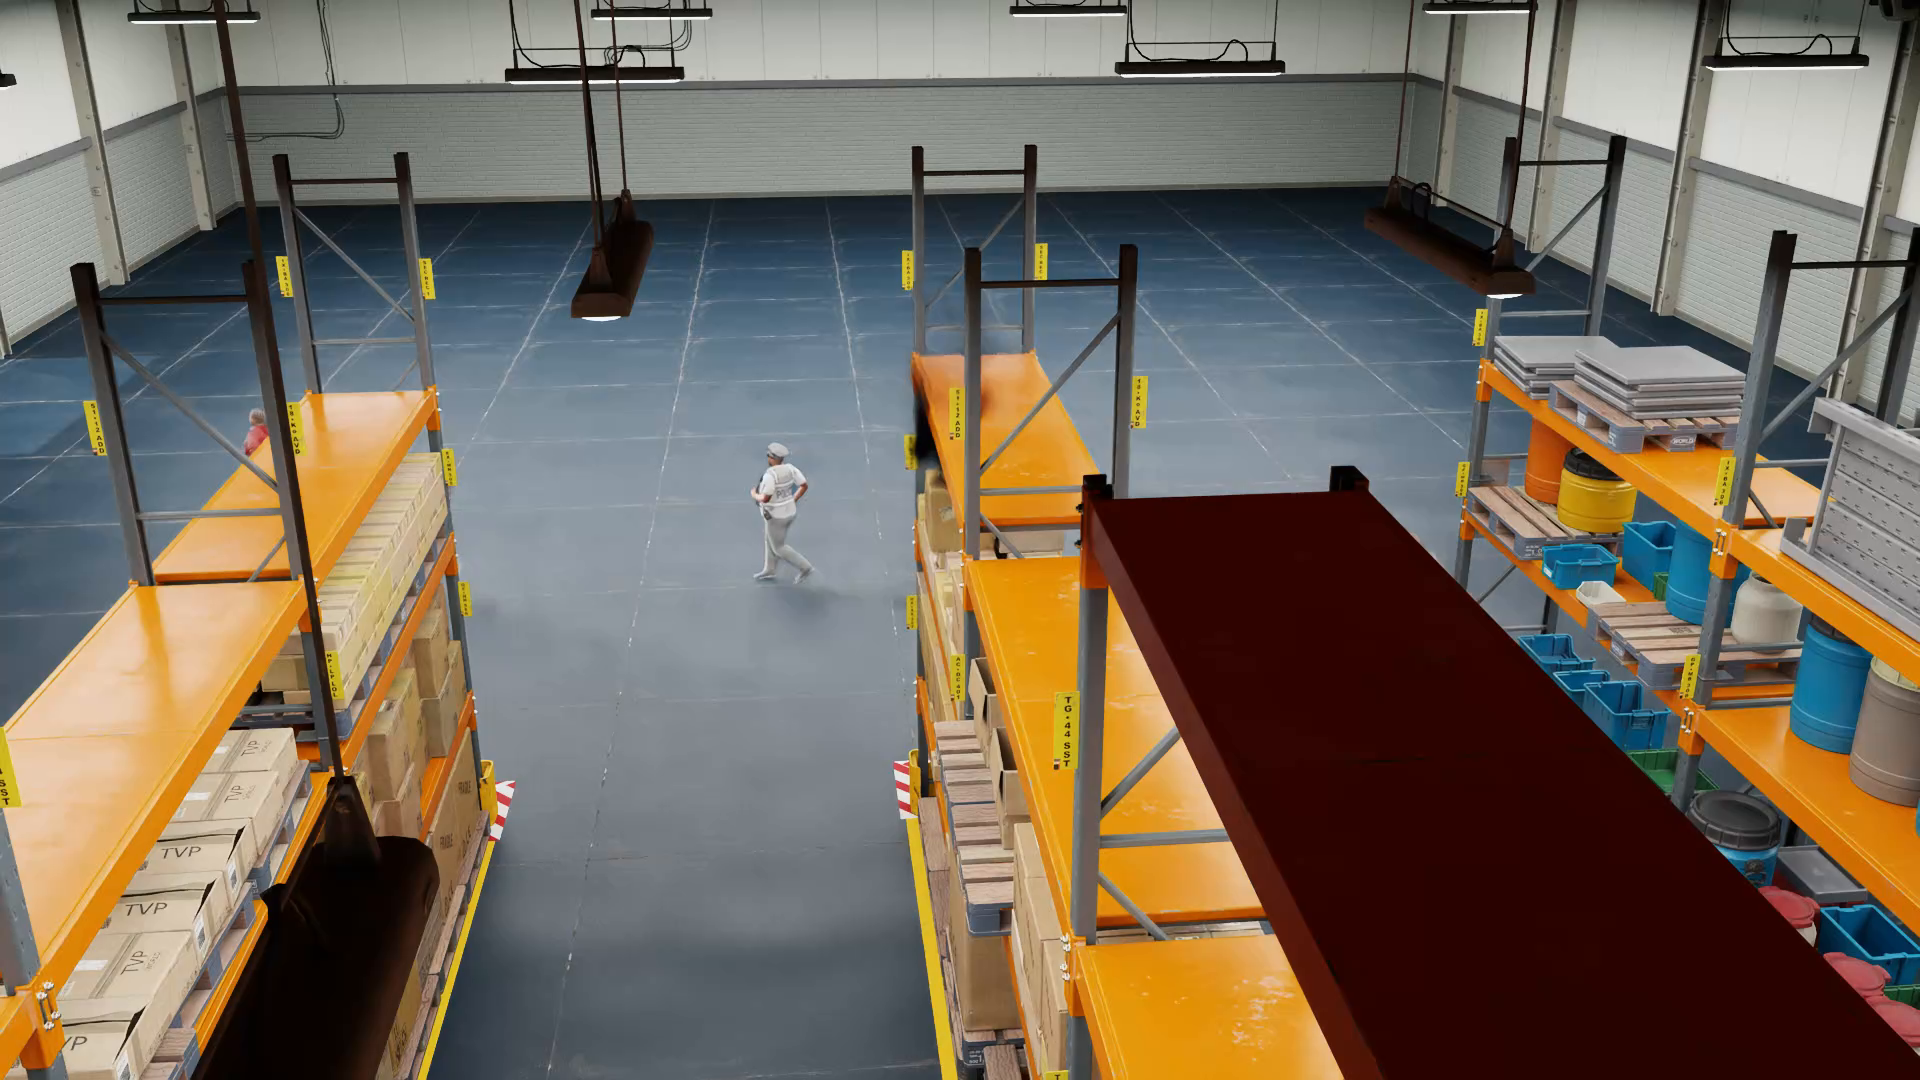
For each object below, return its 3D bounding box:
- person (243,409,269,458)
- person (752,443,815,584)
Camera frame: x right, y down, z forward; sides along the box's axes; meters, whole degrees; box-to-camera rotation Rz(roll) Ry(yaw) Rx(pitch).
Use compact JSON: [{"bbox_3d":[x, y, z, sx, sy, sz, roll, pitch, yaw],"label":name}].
[{"bbox_3d":[-8.992,-0.842,21.475,0.726,1.786,0.640,13,25,30],"label":"person"},{"bbox_3d":[-2.157,-0.281,19.956,0.911,1.803,0.647,11,24,26],"label":"person"}]
